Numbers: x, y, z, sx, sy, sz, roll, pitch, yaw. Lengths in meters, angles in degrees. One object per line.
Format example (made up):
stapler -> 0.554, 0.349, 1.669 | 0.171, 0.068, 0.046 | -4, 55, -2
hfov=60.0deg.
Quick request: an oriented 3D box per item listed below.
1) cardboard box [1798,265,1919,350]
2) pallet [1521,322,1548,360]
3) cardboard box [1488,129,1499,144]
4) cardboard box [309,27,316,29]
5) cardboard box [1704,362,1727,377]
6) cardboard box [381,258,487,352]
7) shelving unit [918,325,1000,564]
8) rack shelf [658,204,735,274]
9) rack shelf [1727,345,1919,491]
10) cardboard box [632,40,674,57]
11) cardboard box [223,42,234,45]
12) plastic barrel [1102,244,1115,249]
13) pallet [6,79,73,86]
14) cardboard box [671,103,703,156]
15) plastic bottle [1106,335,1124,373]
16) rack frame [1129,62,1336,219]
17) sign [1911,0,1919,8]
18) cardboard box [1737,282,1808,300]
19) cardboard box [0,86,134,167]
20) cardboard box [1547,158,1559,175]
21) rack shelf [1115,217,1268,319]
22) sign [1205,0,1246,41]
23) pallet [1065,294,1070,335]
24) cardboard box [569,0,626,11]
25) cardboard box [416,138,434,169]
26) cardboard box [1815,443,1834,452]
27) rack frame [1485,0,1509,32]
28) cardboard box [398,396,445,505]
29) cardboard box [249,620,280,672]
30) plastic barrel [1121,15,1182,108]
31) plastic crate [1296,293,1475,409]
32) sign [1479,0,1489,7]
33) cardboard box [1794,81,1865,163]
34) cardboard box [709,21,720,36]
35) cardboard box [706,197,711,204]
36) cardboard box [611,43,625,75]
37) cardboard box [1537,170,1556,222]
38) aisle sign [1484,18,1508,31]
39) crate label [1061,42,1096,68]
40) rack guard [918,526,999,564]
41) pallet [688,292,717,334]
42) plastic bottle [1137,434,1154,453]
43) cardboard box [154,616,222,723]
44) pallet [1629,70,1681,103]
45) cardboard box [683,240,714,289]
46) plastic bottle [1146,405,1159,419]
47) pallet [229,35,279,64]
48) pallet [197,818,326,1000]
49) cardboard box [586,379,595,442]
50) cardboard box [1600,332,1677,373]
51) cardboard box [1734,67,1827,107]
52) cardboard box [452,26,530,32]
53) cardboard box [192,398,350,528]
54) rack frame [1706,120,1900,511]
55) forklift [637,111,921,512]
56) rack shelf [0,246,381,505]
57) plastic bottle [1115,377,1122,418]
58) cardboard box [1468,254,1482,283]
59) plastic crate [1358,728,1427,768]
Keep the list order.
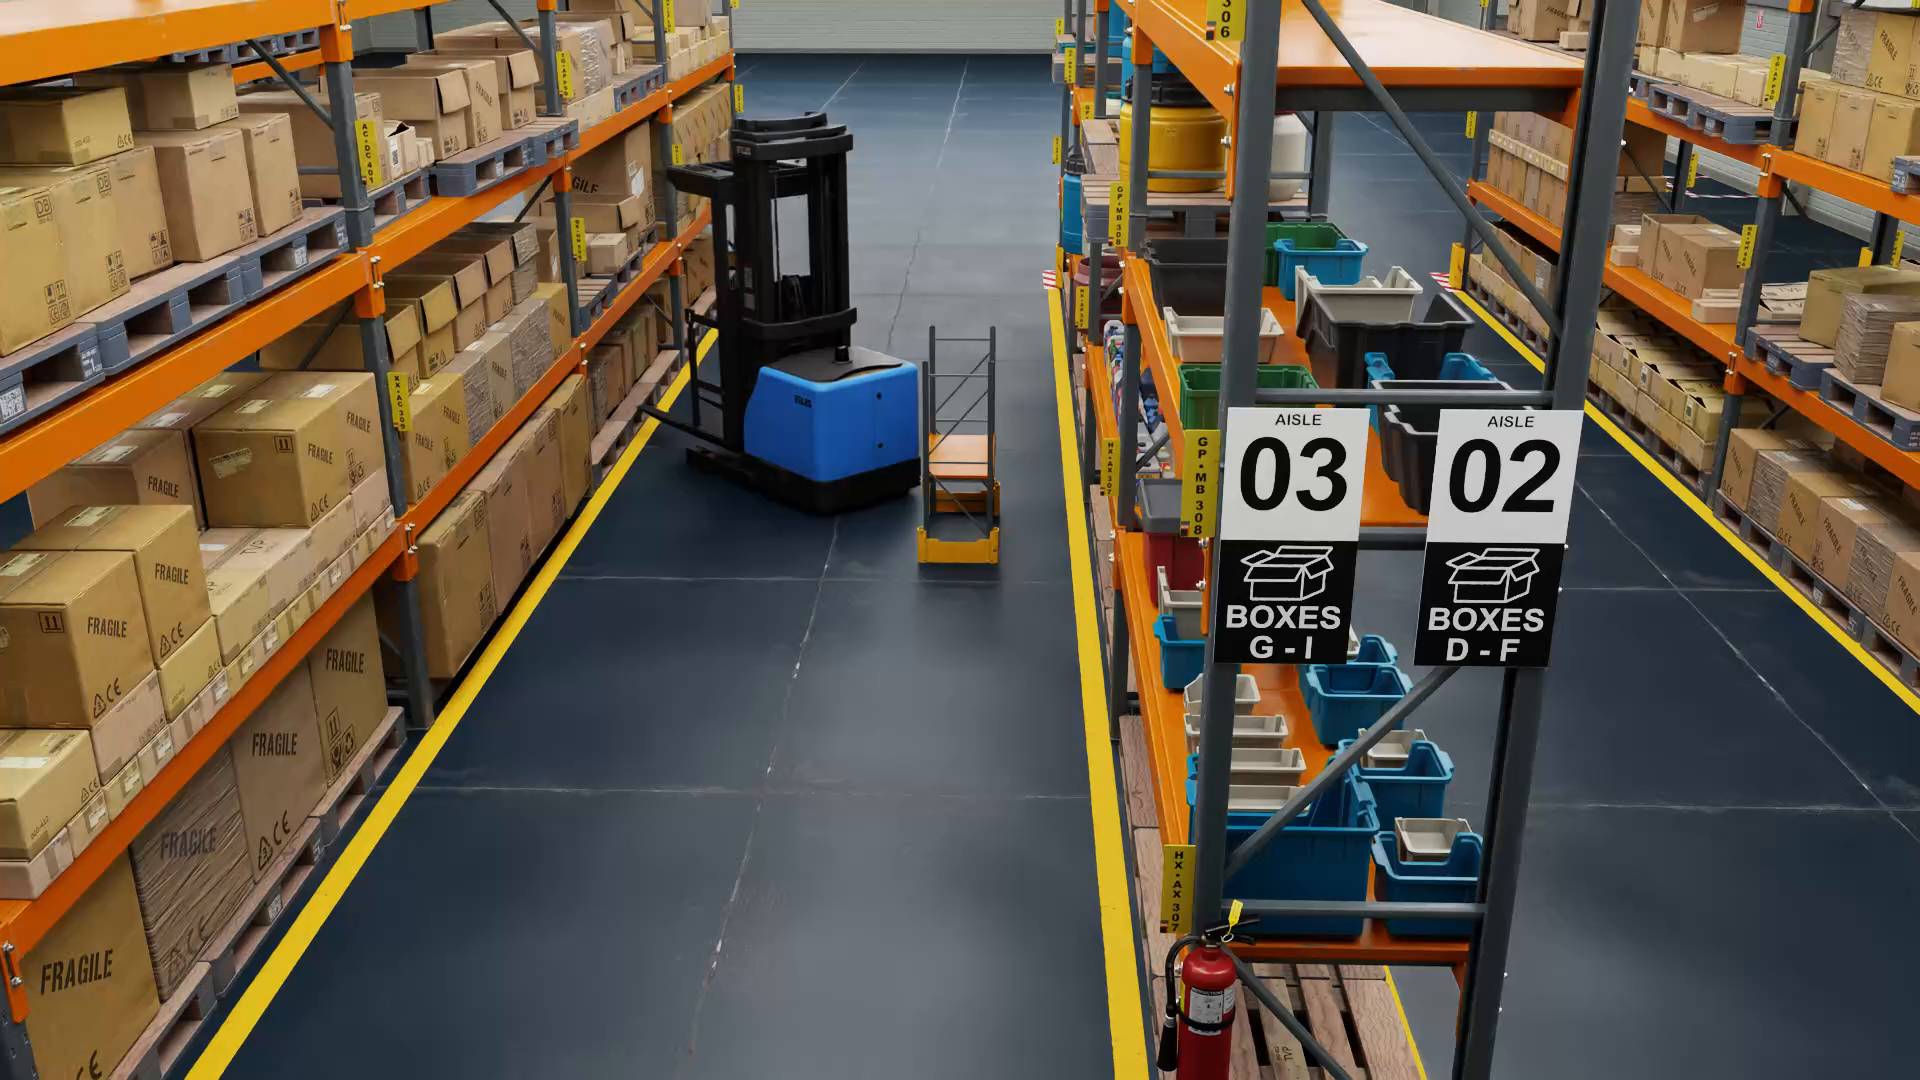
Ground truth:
cardboard box -> 6.531, -1.661, 11.945 | 0.700, 0.500, 0.500 | -7, 22, -16
pallet -> 6.625, -2.081, 17.601 | 1.003, 0.211, 1.213 | 1, 21, 2
cardboard box -> 6.453, -4.750, 19.589 | 0.380, 0.149, 0.250 | 0, 21, 1
cardboard box -> -7.847, -6.142, 19.692 | 0.380, 0.149, 0.250 | 1, 21, 2
cardboard box -> 6.772, -1.384, 14.394 | 0.500, 0.311, 0.500 | 0, 21, 0
cardboard box -> -3.539, -1.530, 10.801 | 0.797, 0.503, 0.637 | 1, 21, 3
shelving unit -> 0.002, -0.727, 12.329 | 0.587, 1.500, 1.083 | 1, 21, 2
rack shelf -> -3.282, -3.592, 18.635 | 1.077, 0.370, 4.000 | 1, 21, 2
rack shelf -> 6.376, -0.589, 10.895 | 1.077, 0.370, 4.000 | 1, 21, 2
cardboard box -> -3.025, -4.833, 16.347 | 0.380, 0.149, 0.250 | 0, 21, 0
cardboard box -> -7.918, -5.315, 17.562 | 0.380, 0.149, 0.250 | 0, 21, 1
plastic barrel -> 1.317, -2.282, 14.110 | 0.421, 0.512, 0.421 | 0, 21, 0
pallet -> -8.422, -3.797, 14.283 | 1.003, 0.211, 1.213 | 2, 21, 4
cardboard box -> -3.046, -4.377, 17.732 | 0.500, 0.500, 0.500 | 1, 21, 2
plastic bottle -> 1.136, -1.326, 11.970 | 0.152, 0.276, 0.135 | 1, 21, 2
rack frame -> 1.364, -3.054, 7.960 | 1.000, 3.000, 0.127 | 1, 21, 2
sign -> 11.090, -6.299, 19.261 | 0.100, 0.325, 0.005 | 1, 21, 2
cardboard box -> 6.658, -1.927, 13.473 | 0.500, 0.311, 0.500 | 0, 21, 1
cardboard box -> -3.636, -1.633, 6.550 | 0.500, 0.250, 0.500 | 0, 21, 0
cardboard box -> 6.386, -3.912, 17.429 | 0.380, 0.149, 0.250 | 1, 21, 1
rack shelf -> 1.425, -2.044, 10.497 | 1.077, 0.370, 4.000 | 1, 21, 2
sign -> 0.692, -1.458, 4.292 | 0.100, 0.325, 0.005 | 1, 21, 2
pallet -> 1.704, -2.534, 18.769 | 1.003, 0.211, 1.213 | 1, 21, 2
cardboard box -> -3.584, -5.187, 16.362 | 0.500, 0.500, 0.500 | 0, 21, 0
cardboard box -> -3.391, -2.326, 9.996 | 0.380, 0.149, 0.250 | 0, 21, -1
cardboard box -> 6.747, -0.748, 13.530 | 0.500, 0.250, 0.500 | 1, 21, 1
rack frame -> 6.680, -7.337, 18.999 | 1.000, 3.000, 0.127 | 1, 21, 2
cardboard box -> -3.322, -0.522, 9.589 | 0.500, 0.500, 0.500 | 1, 21, 2
cardboard box -> -3.316, 0.476, 7.503 | 0.380, 0.149, 0.250 | 1, 21, 3
plastic barrel -> 1.263, -2.704, 9.931 | 0.600, 0.901, 0.708 | 1, 21, 2
plastic crate -> 1.564, -0.730, 6.203 | 0.504, 0.338, 0.767 | 1, 21, 2
sign -> 6.126, -6.391, 19.390 | 0.100, 0.325, 0.005 | 1, 21, 2
cardboard box -> 6.457, -2.935, 11.661 | 0.910, 0.500, 0.500 | 1, 21, 2
cardboard box -> -2.926, -5.777, 18.781 | 0.380, 0.149, 0.250 | 1, 21, 2
cardboard box -> -2.964, -3.885, 18.741 | 0.380, 0.149, 0.250 | 1, 21, 2
cardboard box -> -3.271, -4.395, 15.168 | 0.396, 0.266, 0.258 | 1, 21, 4
cardboard box -> 6.595, -3.673, 17.711 | 0.700, 0.500, 0.500 | 1, 21, 2
aisle sign -> 6.376, -5.779, 19.683 | 0.394, 0.787, 0.004 | 1, 21, 2
crate label -> 1.342, -5.252, 17.977 | 0.502, 0.251, 0.408 | 1, 21, 2
rack guard -> -0.013, 0.036, 12.091 | 0.587, 0.250, 0.087 | 1, 21, 2
pallet -> -3.323, -2.590, 18.912 | 1.003, 0.211, 1.213 | 1, 21, 2
plastic bottle -> 1.064, -0.478, 9.785 | 0.152, 0.276, 0.135 | 1, 21, 2
cardboard box -> -3.395, 0.525, 6.824 | 0.500, 0.250, 0.500 | 0, 21, 0
pallet -> 6.545, -4.084, 15.026 | 0.805, 0.209, 1.217 | 0, 21, -1
cardboard box -> -3.241, -3.239, 19.605 | 0.500, 0.500, 0.500 | 6, 22, 16
plastic bottle -> 1.209, -0.712, 10.395 | 0.097, 0.271, 0.097 | 0, 21, 0
pallet -> -8.222, -5.388, 18.245 | 1.003, 0.211, 1.213 | 1, 21, 2
pallet -> -3.722, 1.705, 7.844 | 1.003, 0.211, 1.213 | 1, 21, 2
cardboard box -> -3.464, -1.040, 13.911 | 0.700, 0.500, 0.500 | 0, 21, -1
cardboard box -> 6.262, -1.755, 15.350 | 0.500, 0.311, 0.500 | 0, 21, 0
cardboard box -> 6.392, -3.526, 12.951 | 0.500, 0.250, 0.500 | 1, 21, 3
cardboard box -> -3.695, -3.797, 13.192 | 0.500, 0.500, 0.500 | 1, 21, 1
cardboard box -> -3.352, -0.380, 8.121 | 0.500, 0.500, 0.500 | 1, 21, 2
rack frame -> 6.437, -1.648, 12.629 | 1.000, 3.000, 0.127 | 1, 21, 2
forklift -> -1.671, -2.040, 13.734 | 1.130, 2.935, 3.031 | -18, 27, -38
rack shelf -> -3.647, -0.652, 6.910 | 1.077, 0.370, 4.000 | 1, 21, 2
plastic bottle -> 1.099, -0.969, 10.947 | 0.144, 0.351, 0.185 | 1, 21, 2
cardboard box -> 6.442, -3.263, 20.012 | 0.500, 0.250, 0.500 | 1, 21, 2
plastic crate -> 1.692, 0.838, 6.504 | 0.250, 0.136, 0.298 | 1, 21, 2
